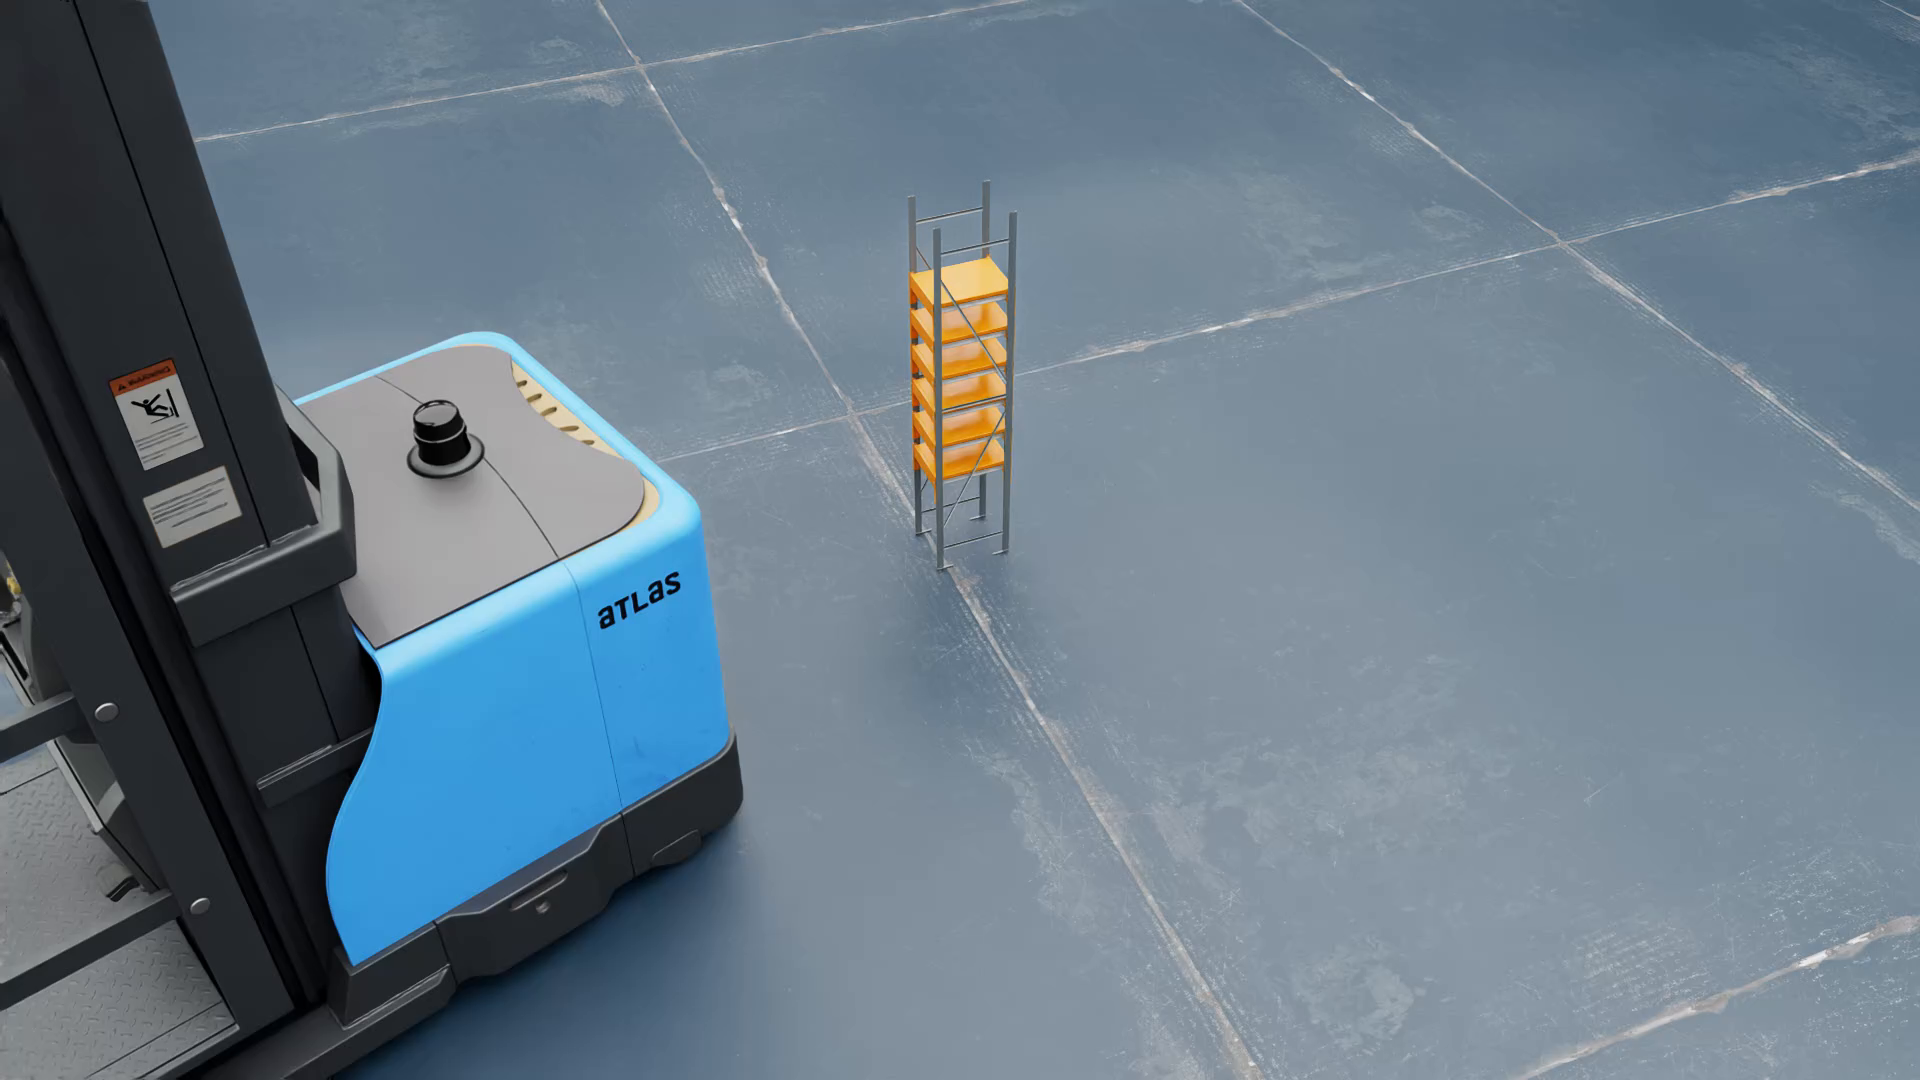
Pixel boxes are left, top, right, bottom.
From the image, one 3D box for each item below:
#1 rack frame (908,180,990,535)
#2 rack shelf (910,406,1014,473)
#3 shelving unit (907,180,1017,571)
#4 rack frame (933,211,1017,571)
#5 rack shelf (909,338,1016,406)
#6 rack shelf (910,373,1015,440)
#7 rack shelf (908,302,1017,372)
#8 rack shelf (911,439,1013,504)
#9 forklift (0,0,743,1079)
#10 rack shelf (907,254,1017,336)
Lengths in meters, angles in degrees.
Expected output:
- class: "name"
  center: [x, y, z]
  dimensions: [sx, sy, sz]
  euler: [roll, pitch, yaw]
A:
- class: "rack frame"
  center: [-0.029, -0.501, 4.913]
  dimensions: [0.240, 1.200, 0.006]
  euler: [-15, 43, -17]
- class: "rack shelf"
  center: [0.006, -0.322, 4.956]
  dimensions: [0.258, 0.103, 0.180]
  euler: [-15, 43, -17]
- class: "shelving unit"
  center: [0.006, -0.446, 4.849]
  dimensions: [0.258, 1.200, 0.189]
  euler: [-15, 43, -17]
- class: "rack frame"
  center: [0.041, -0.391, 4.785]
  dimensions: [0.240, 1.200, 0.006]
  euler: [-15, 43, -17]
- class: "rack shelf"
  center: [0.006, -0.504, 4.799]
  dimensions: [0.258, 0.103, 0.180]
  euler: [-15, 43, -17]
- class: "rack shelf"
  center: [0.006, -0.413, 4.878]
  dimensions: [0.258, 0.103, 0.180]
  euler: [-15, 43, -17]
- class: "rack shelf"
  center: [0.006, -0.594, 4.721]
  dimensions: [0.258, 0.103, 0.180]
  euler: [-15, 43, -17]
- class: "rack shelf"
  center: [0.006, -0.231, 5.034]
  dimensions: [0.258, 0.103, 0.180]
  euler: [-15, 43, -17]
- class: "forklift"
  center: [-2.018, 0.006, 2.996]
  dimensions: [3.031, 2.935, 1.130]
  euler: [-29, 48, -29]
- class: "rack shelf"
  center: [0.006, -0.685, 4.643]
  dimensions: [0.258, 0.103, 0.180]
  euler: [-15, 43, -17]
